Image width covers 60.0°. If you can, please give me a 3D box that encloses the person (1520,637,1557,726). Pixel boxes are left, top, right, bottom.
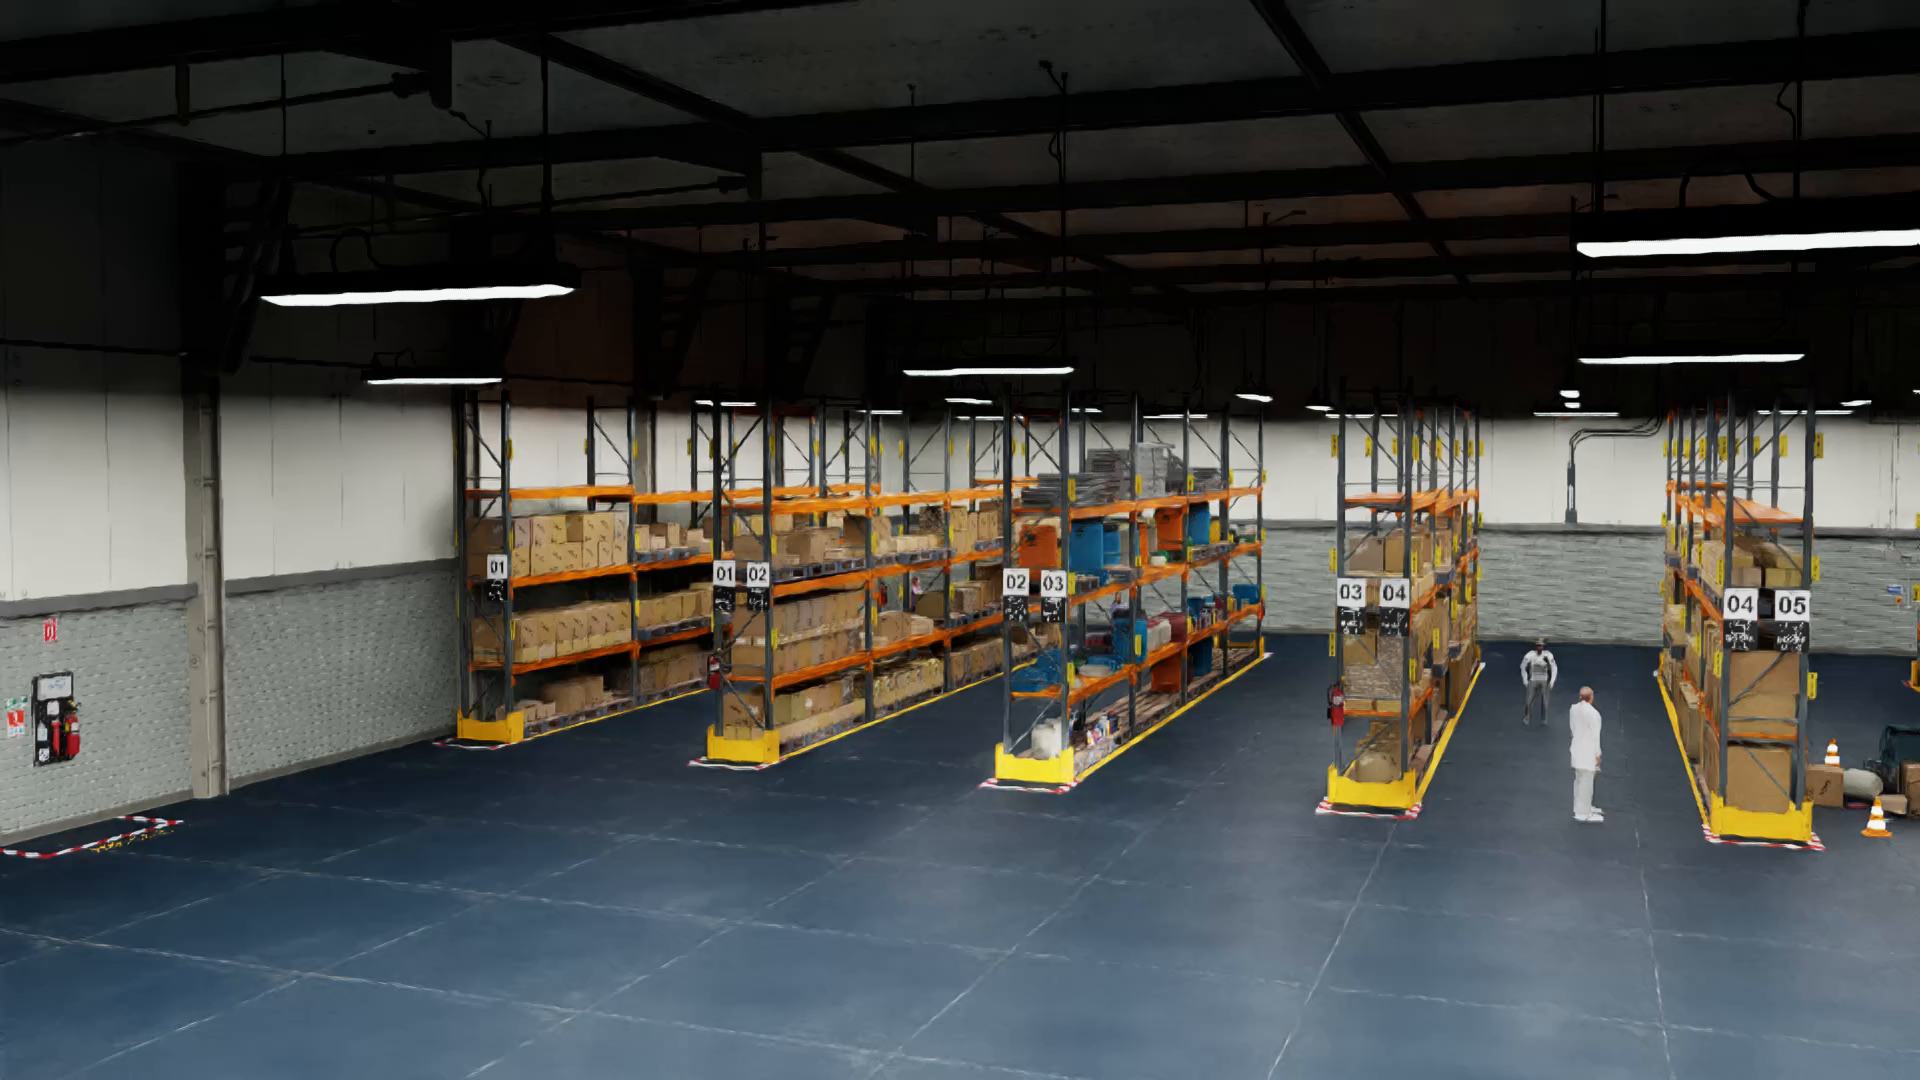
[{"bbox_3d":[10.440,2.541,30.008,0.639,1.632,0.506,1,3,18],"label":"person"}]

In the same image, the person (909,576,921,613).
[{"bbox_3d":[-1.147,1.758,44.295,0.638,1.588,0.527,-2,4,-35],"label":"person"}]

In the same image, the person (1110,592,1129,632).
[{"bbox_3d":[3.814,2.019,39.672,0.482,1.590,0.991,1,3,19],"label":"person"}]

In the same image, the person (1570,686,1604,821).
[{"bbox_3d":[8.493,2.860,22.448,0.515,1.782,0.638,-1,3,-10],"label":"person"}]
